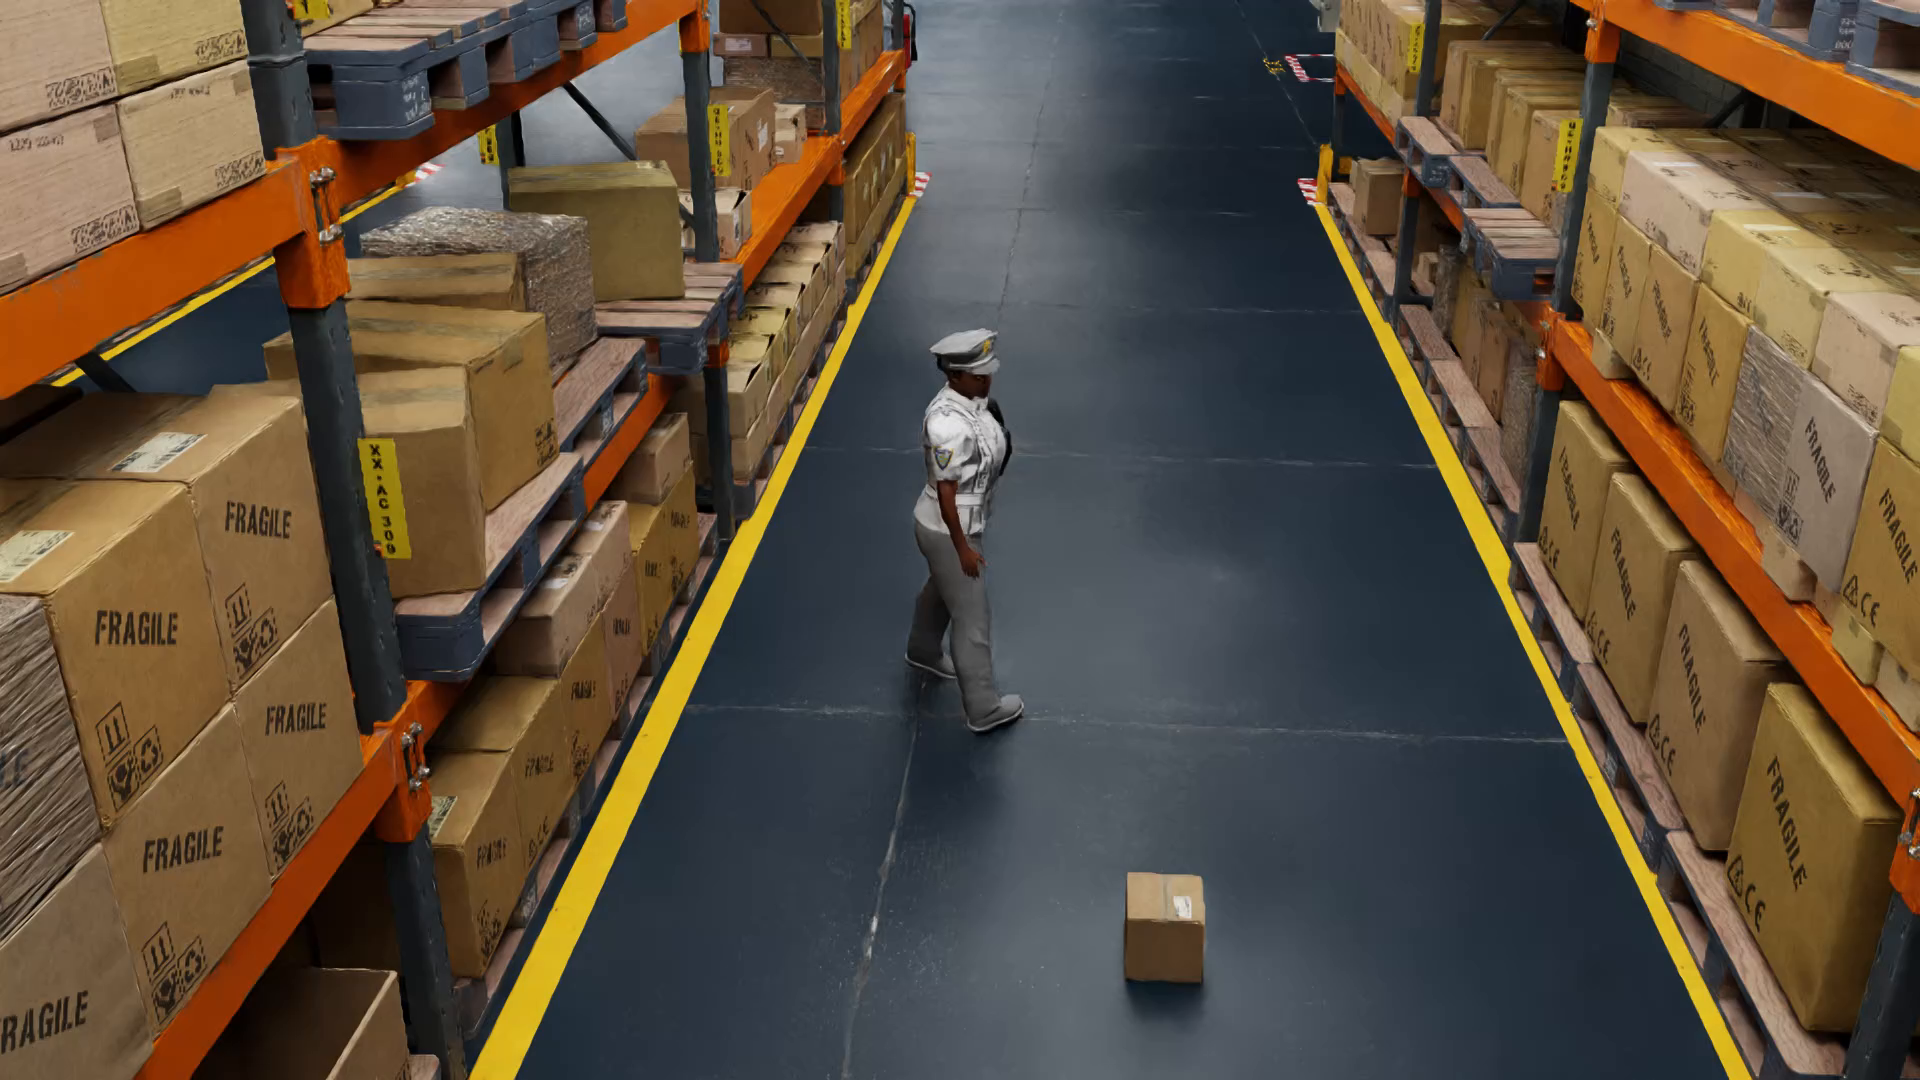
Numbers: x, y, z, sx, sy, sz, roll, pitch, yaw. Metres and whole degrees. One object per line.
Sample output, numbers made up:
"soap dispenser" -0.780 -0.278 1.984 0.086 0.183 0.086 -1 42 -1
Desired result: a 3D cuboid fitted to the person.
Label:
"person" 0.004 -0.067 6.764 0.562 1.669 0.580 5 25 10
